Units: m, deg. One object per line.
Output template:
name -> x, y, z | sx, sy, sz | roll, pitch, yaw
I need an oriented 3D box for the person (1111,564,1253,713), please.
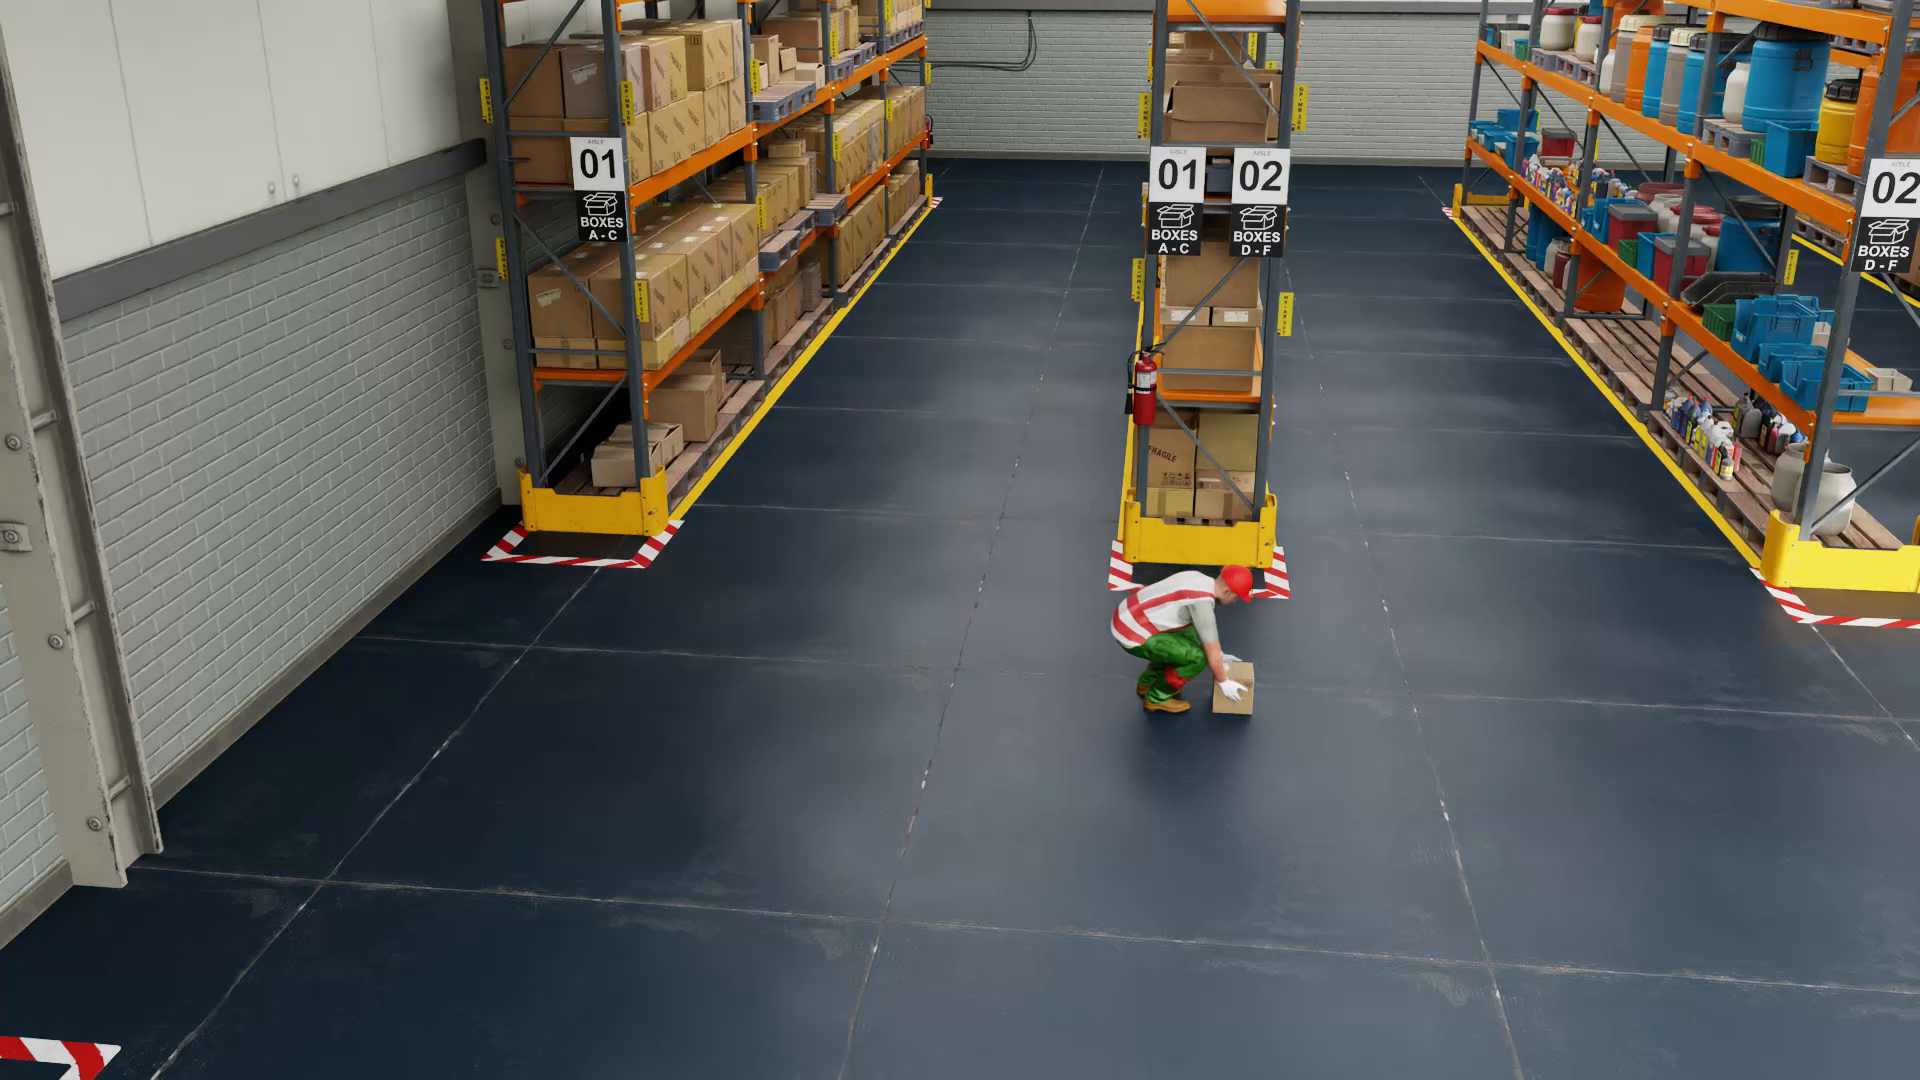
person -> 1.409, 0.599, 10.658 | 0.883, 0.954, 0.565 | 2, 21, 6
